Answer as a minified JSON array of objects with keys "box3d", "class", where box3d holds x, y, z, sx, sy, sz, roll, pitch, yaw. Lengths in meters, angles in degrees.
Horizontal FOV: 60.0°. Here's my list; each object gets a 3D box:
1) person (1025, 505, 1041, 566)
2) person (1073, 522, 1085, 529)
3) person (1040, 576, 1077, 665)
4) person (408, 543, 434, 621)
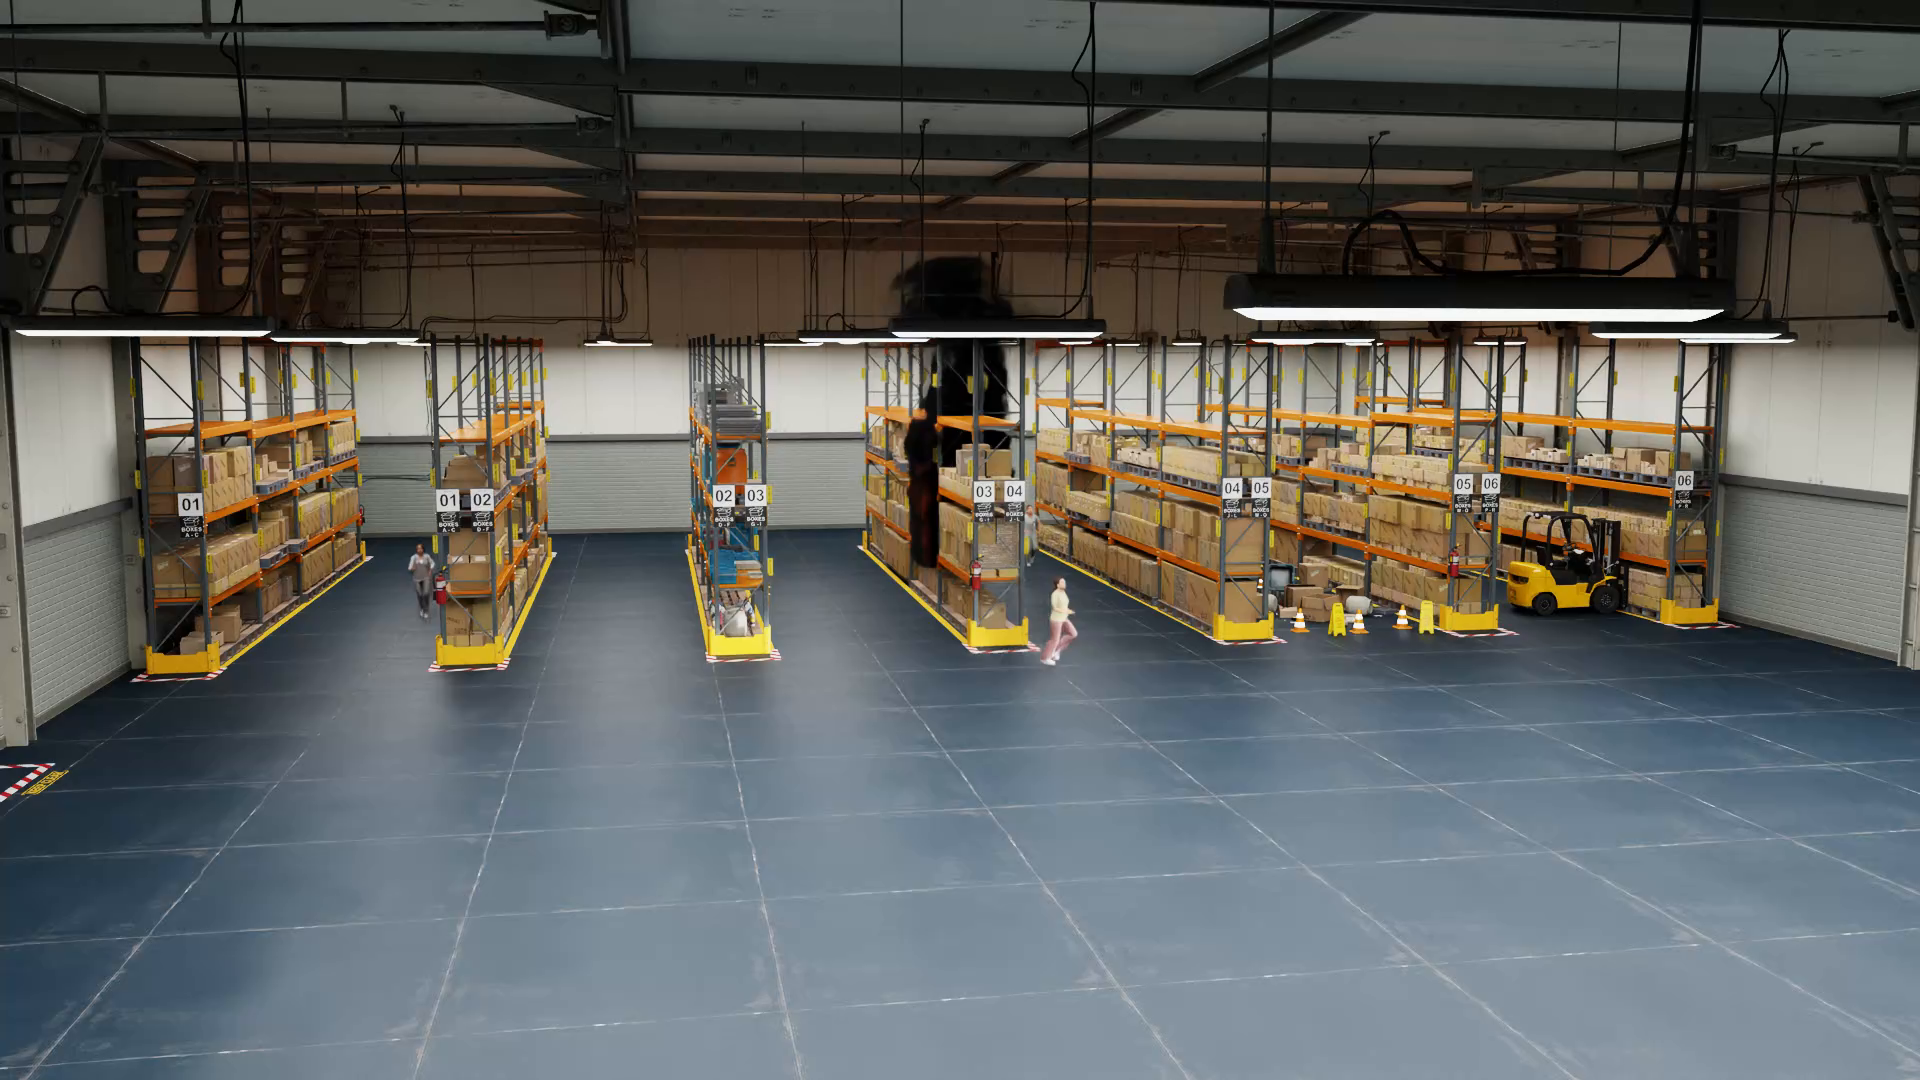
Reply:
[{"box3d":[1.879,-0.112,43.927,0.596,1.624,0.524,-1,7,-9],"class":"person"},{"box3d":[3.470,-0.806,49.854,0.838,1.607,0.531,-2,7,-19],"class":"person"},{"box3d":[1.813,1.456,30.187,0.714,1.625,0.601,4,8,31],"class":"person"},{"box3d":[-11.432,0.884,35.310,0.522,1.639,0.700,-2,7,-15],"class":"person"}]
